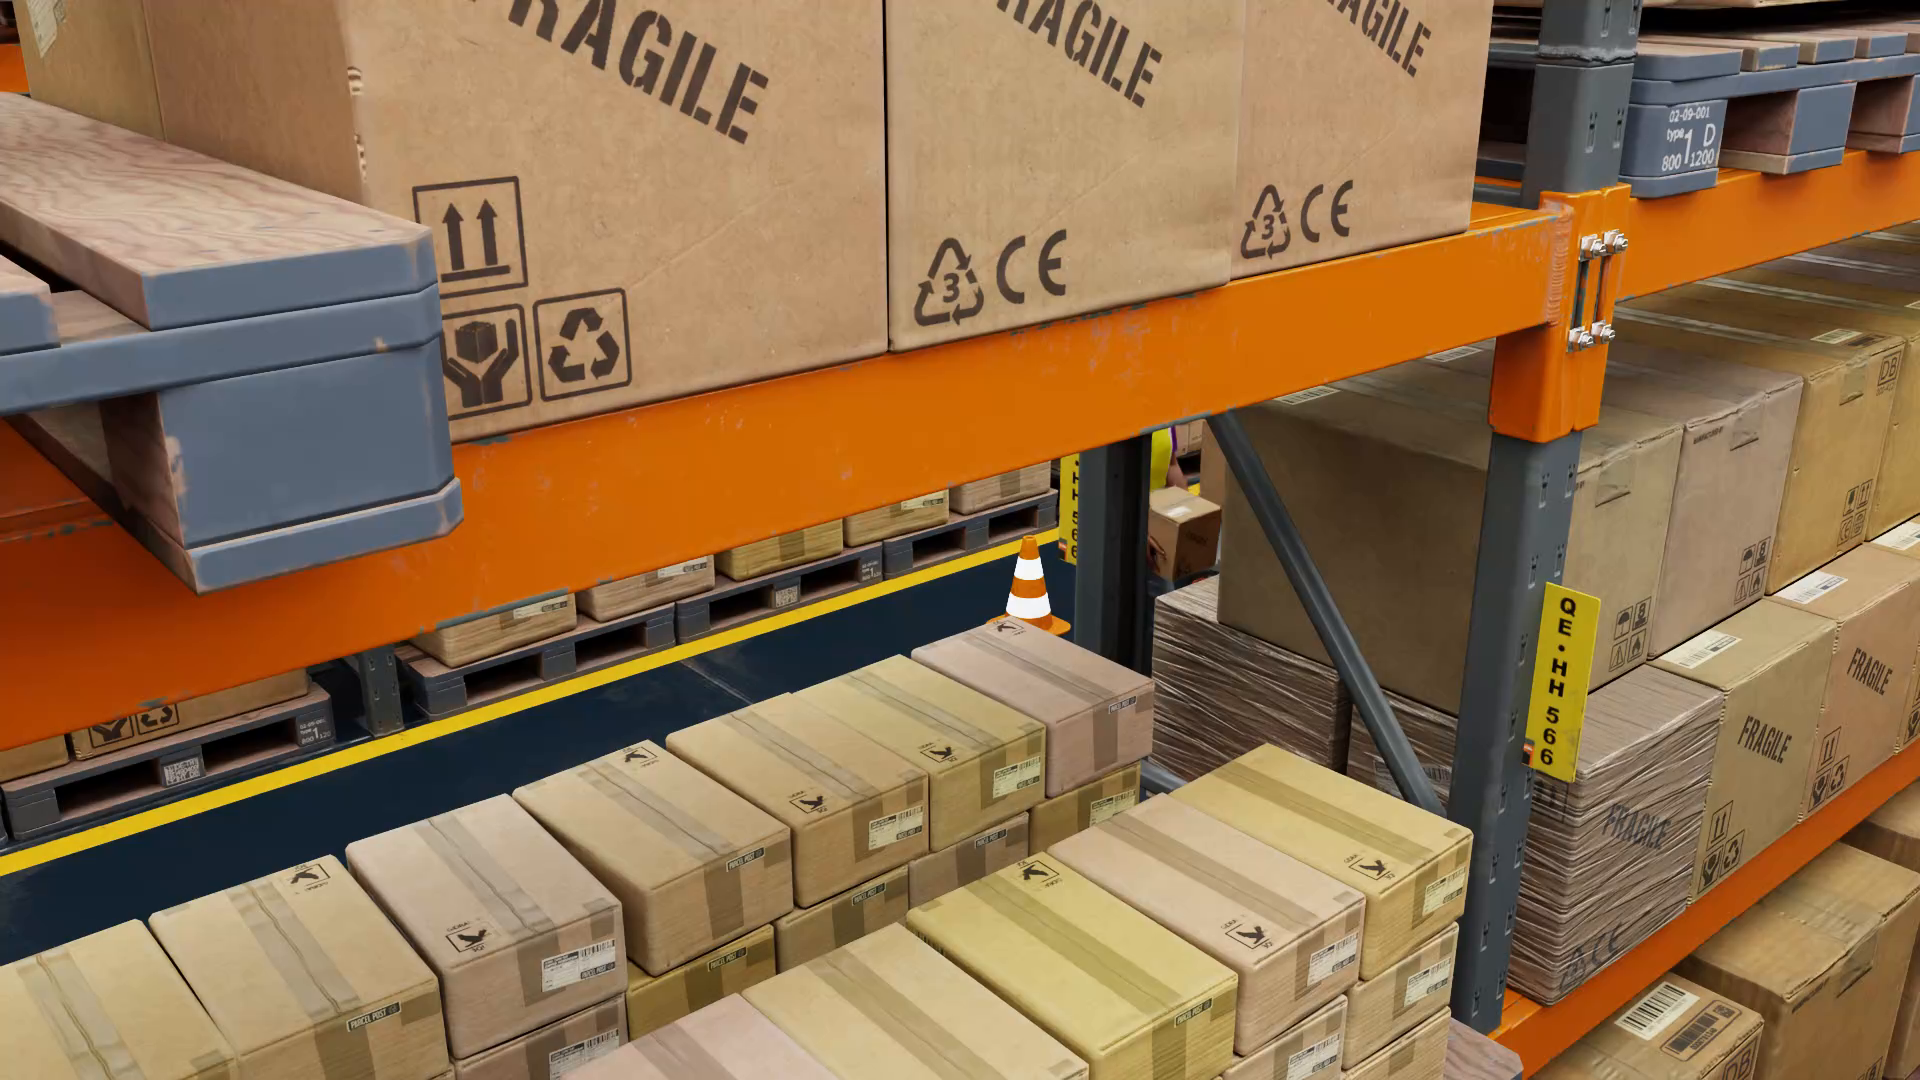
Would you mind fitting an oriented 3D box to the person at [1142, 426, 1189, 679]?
[{"bbox_3d":[0.698,-0.001,6.555,0.549,1.775,0.536,-17,27,-38],"label":"person"}]
